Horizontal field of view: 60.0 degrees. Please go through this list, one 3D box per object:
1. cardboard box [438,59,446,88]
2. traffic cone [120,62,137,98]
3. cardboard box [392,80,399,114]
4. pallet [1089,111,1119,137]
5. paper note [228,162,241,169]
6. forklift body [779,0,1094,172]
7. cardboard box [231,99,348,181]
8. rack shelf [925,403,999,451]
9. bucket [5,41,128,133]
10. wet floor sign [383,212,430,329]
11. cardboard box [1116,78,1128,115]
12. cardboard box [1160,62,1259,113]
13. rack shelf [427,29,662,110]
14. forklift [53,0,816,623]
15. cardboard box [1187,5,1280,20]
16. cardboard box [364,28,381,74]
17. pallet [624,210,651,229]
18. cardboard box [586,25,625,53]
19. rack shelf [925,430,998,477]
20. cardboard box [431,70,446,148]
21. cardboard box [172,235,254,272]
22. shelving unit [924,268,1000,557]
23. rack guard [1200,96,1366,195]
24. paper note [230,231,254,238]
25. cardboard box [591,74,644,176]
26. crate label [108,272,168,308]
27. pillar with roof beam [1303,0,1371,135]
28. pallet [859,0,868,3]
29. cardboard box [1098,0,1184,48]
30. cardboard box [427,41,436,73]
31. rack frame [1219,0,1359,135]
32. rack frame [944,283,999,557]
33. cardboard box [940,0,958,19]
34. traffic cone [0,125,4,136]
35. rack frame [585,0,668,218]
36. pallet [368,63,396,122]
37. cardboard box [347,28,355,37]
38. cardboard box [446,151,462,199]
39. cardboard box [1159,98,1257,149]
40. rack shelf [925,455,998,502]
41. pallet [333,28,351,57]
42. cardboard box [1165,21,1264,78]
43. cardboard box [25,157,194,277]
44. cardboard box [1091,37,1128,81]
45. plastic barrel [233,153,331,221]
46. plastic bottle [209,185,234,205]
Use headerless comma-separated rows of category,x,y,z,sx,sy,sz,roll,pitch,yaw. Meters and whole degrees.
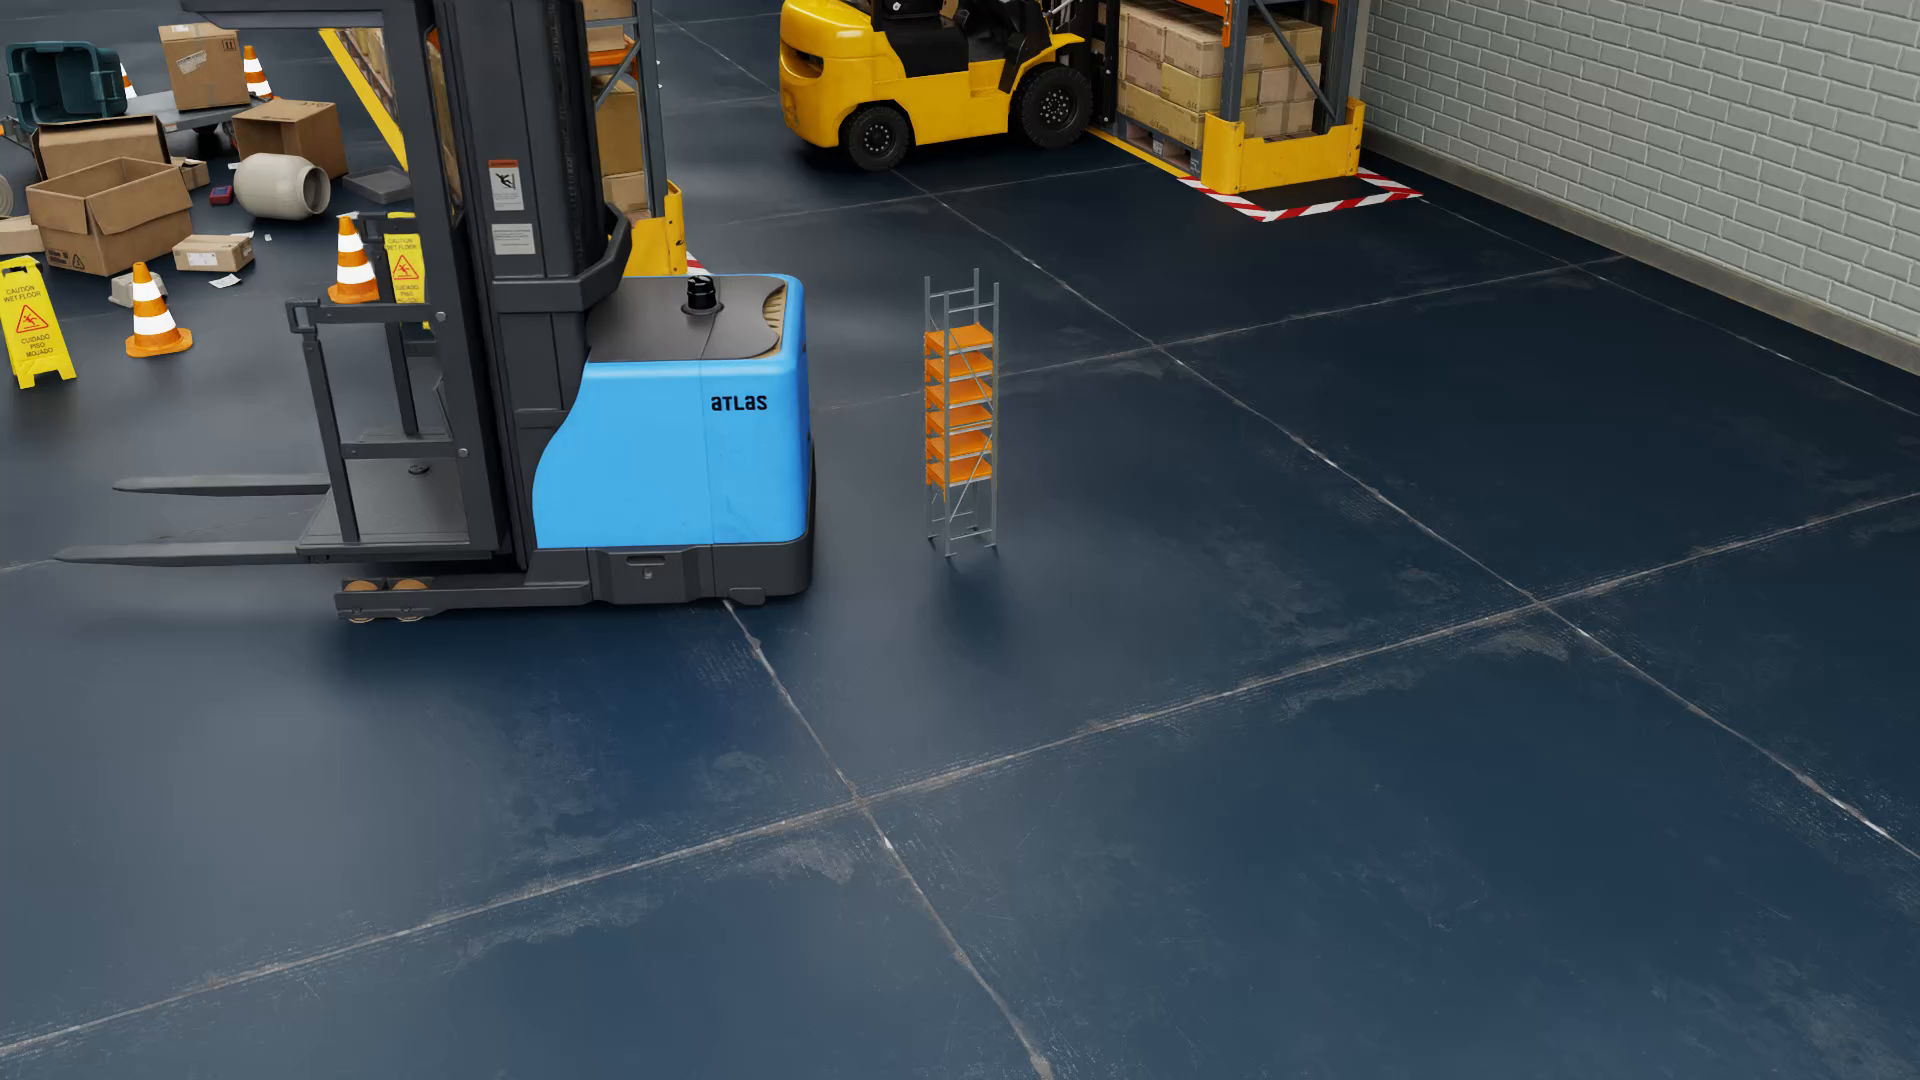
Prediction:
cardboard box,-3.012,-2.897,10.302,0.380,0.149,0.250,-12,31,-21
traffic cone,-6.755,-3.688,13.355,0.336,0.463,0.334,-13,32,-22
cardboard box,-3.922,-3.290,12.432,0.500,0.250,0.500,-15,32,-24
pallet,1.382,-3.551,13.367,1.003,0.211,1.213,-13,32,-22
paper note,-5.244,-2.736,12.097,0.148,0.019,0.142,-13,32,-22
forklift body,-0.194,-3.984,12.156,2.313,2.155,1.214,-13,32,-22
cardboard box,-4.700,-2.775,11.685,0.500,0.500,0.500,7,30,13
rack shelf,0.006,-0.478,6.967,0.258,0.103,0.180,-13,32,-22
bucket,-6.218,-3.198,11.679,0.726,0.611,0.620,-3,19,-5
wet floor sign,-3.099,-1.521,9.302,0.267,0.644,0.232,-3,29,-5
cardboard box,1.369,-3.470,12.753,0.500,0.250,0.500,-13,32,-21
cardboard box,1.776,-3.251,11.852,0.500,0.250,0.500,-14,32,-23
rack shelf,-3.072,-3.426,11.028,1.077,0.370,4.000,-13,32,-22
forklift,-2.143,-1.212,6.416,3.031,2.935,1.130,-1,29,-3
cardboard box,2.014,-3.792,12.305,0.500,0.250,0.500,-13,32,-22
cardboard box,-4.470,-4.208,13.945,0.950,0.372,0.625,-11,31,-19
pallet,-2.563,-2.040,10.672,1.003,0.211,1.213,-13,32,-22
cardboard box,-2.173,-2.940,9.683,0.380,0.149,0.250,-13,32,-22
rack shelf,0.006,-0.374,7.026,0.258,0.103,0.180,-13,32,-22
cardboard box,-3.231,-2.920,11.006,0.500,0.500,0.500,-14,32,-23
cardboard box,-4.601,-1.767,10.249,0.380,0.149,0.250,2,29,4
shelving unit,0.006,-0.517,6.945,0.258,1.200,0.189,-13,32,-22
rack guard,2.278,-2.799,11.731,1.175,0.500,0.348,-13,32,-22
paper note,-4.647,-1.962,10.730,0.148,0.019,0.142,-3,29,-5
cardboard box,-2.321,-2.592,10.420,0.500,0.500,0.500,-14,32,-24
crate label,-4.814,-1.478,9.745,0.298,0.136,0.250,19,34,30
pillar with roof beam,-1.105,-6.110,8.945,9.100,9.000,0.400,-13,32,-22
pallet,-0.329,-5.308,16.499,1.003,0.211,1.213,-13,32,-22
cardboard box,1.338,-3.903,12.503,0.500,0.250,0.500,-13,32,-21
cardboard box,-3.228,-3.126,10.709,0.380,0.149,0.250,-12,31,-20
rack frame,2.268,-3.900,11.138,1.000,3.000,0.127,-13,32,-22
rack frame,0.046,-0.477,6.873,0.240,1.200,0.006,-13,32,-22
cardboard box,0.316,-5.042,15.174,0.875,0.625,0.625,-12,31,-20
traffic cone,-7.570,-3.342,12.737,0.336,0.463,0.334,-13,32,-22
rack frame,-2.214,-2.856,9.277,1.000,3.000,0.127,-13,32,-22
pallet,-4.267,-3.750,13.722,1.003,0.211,1.213,-13,32,-22
cardboard box,-5.091,-4.851,15.092,0.950,0.372,0.625,-14,32,-23
cardboard box,-3.019,-2.371,10.793,0.500,0.250,0.500,-13,32,-22
cardboard box,1.781,-3.025,11.960,0.500,0.250,0.500,-13,32,-22
rack shelf,0.006,-0.269,7.084,0.258,0.103,0.180,-13,32,-22
pallet,-5.314,-4.828,15.645,1.003,0.211,1.213,-13,32,-22
cardboard box,1.788,-3.458,11.709,0.500,0.250,0.500,-12,31,-20
cardboard box,-5.254,-2.012,10.323,0.637,0.503,0.797,13,32,21
cardboard box,1.330,-3.699,12.650,0.500,0.250,0.500,-14,32,-23
plastic barrel,-4.468,-2.327,10.967,0.512,0.421,0.421,7,30,13
plastic bottle,-5.071,-2.378,11.427,0.133,0.061,0.283,-8,30,-13
